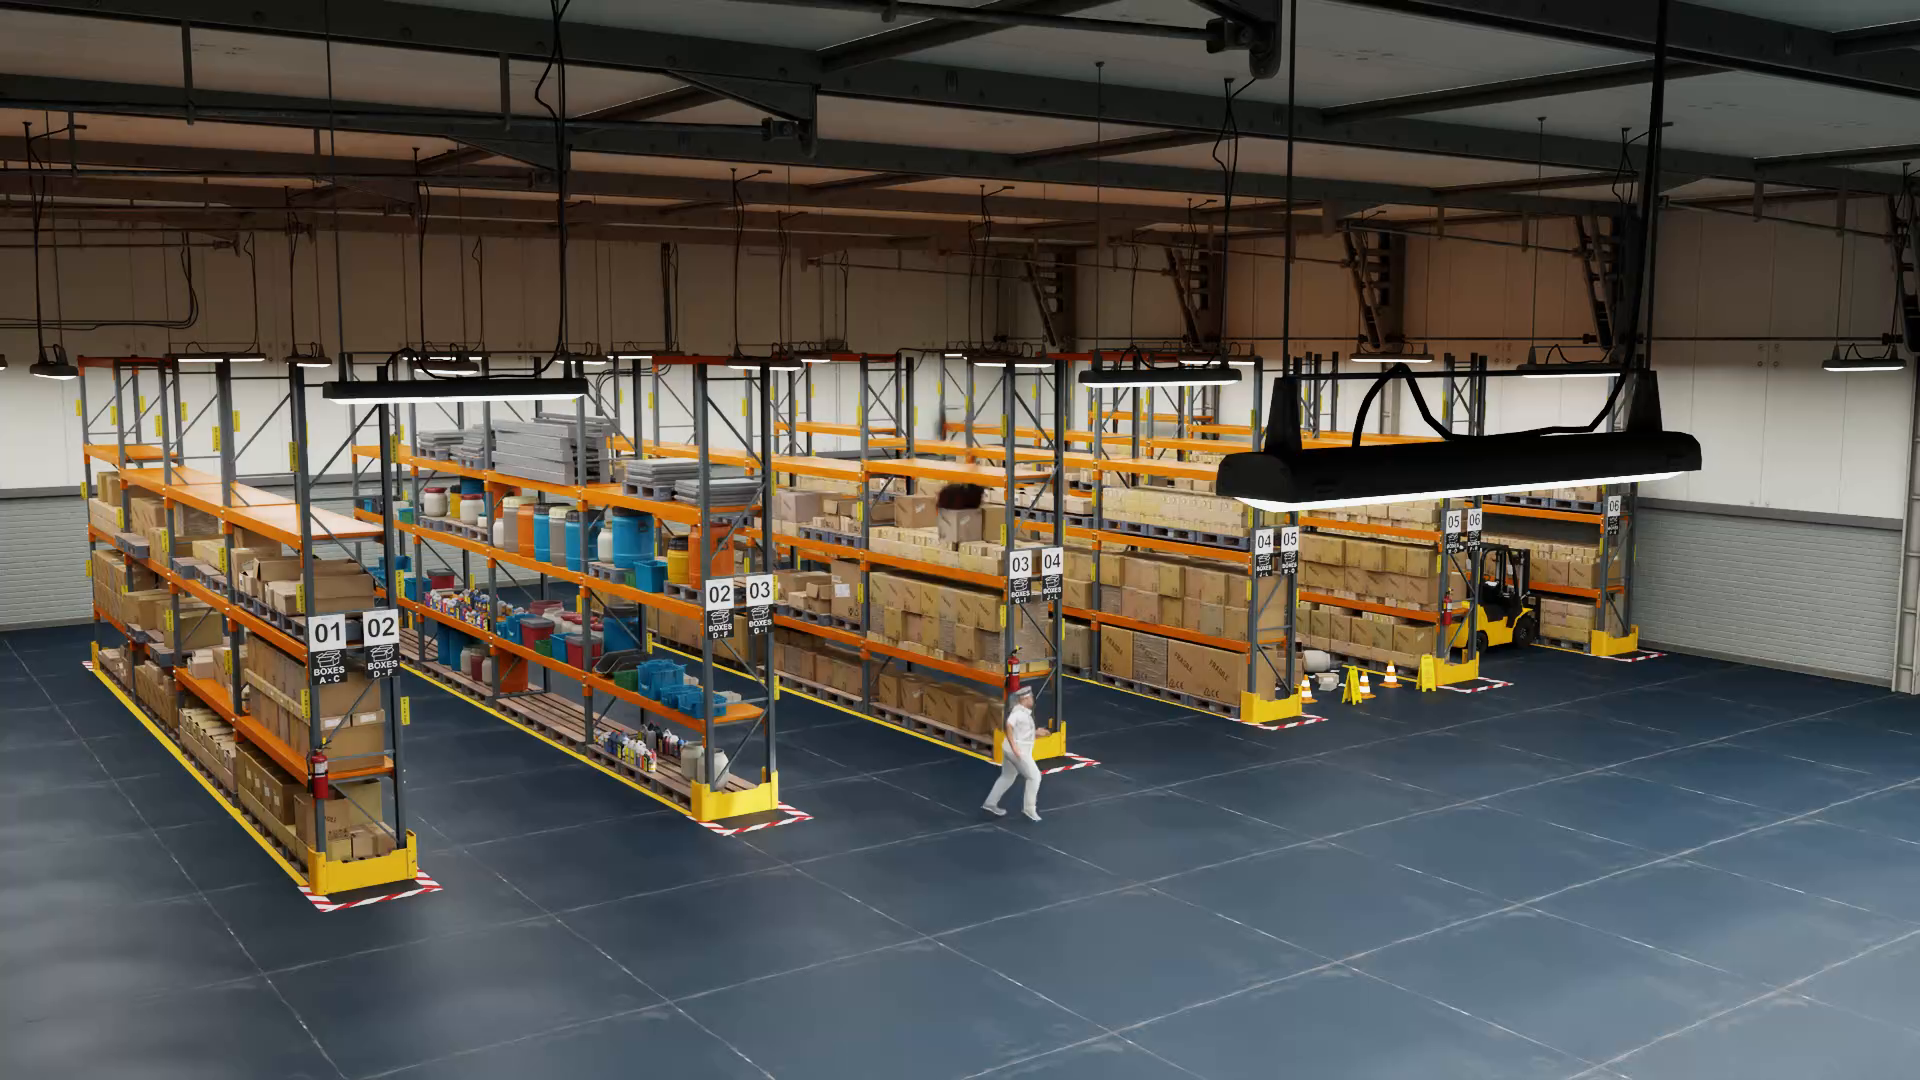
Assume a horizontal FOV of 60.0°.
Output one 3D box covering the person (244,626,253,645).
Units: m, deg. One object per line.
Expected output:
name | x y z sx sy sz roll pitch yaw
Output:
person | -13.821 1.576 32.246 0.730 1.725 0.531 -6 9 -42

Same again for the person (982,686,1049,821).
person | 0.766 2.832 21.918 0.895 1.838 0.589 -2 7 -13

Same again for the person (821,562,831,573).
person | -3.282 0.309 42.638 0.710 1.736 0.678 7 10 44
